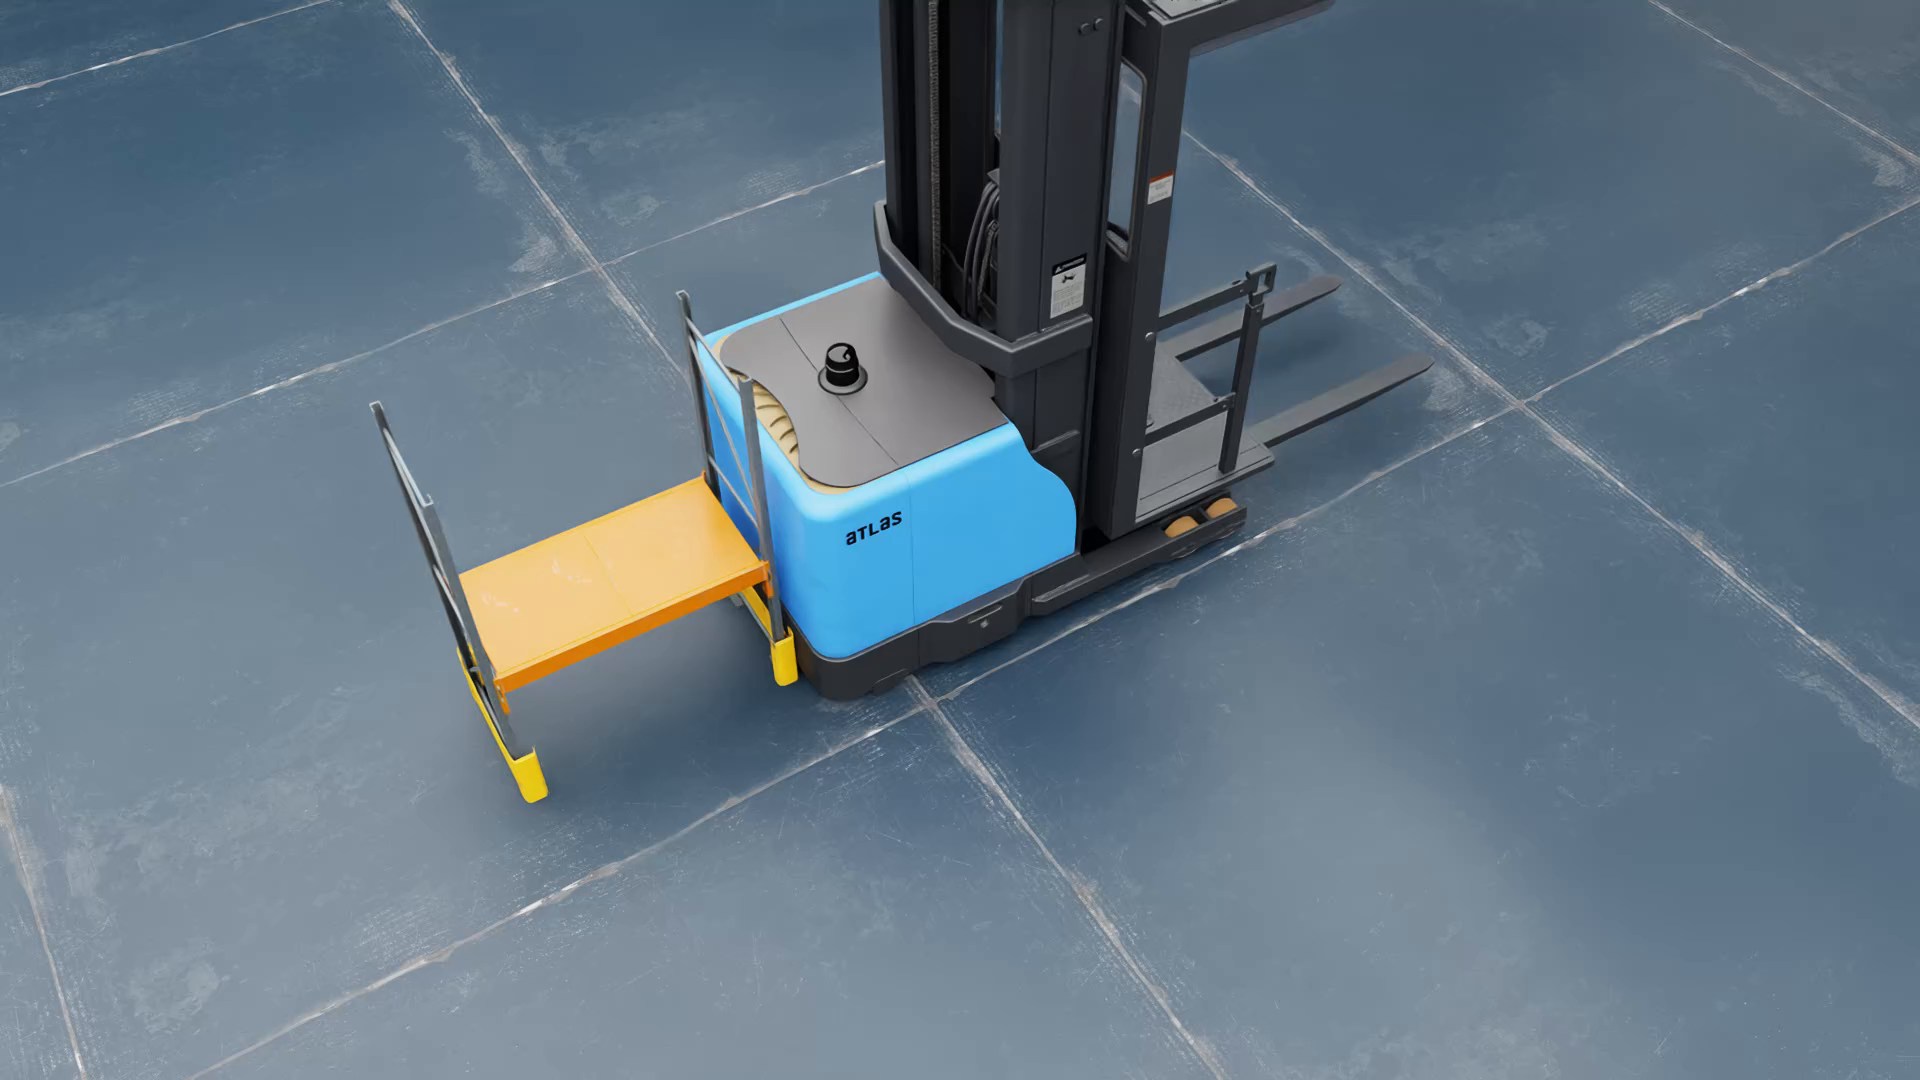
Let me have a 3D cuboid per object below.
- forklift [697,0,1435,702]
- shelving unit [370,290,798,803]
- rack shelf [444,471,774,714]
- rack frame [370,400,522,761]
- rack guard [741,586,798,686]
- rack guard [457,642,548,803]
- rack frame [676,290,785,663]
[{"bbox_3d":[0.555,-1.223,5.822,3.031,2.935,1.130,-24,53,-20],"label":"forklift"},{"bbox_3d":[-1.211,0.040,5.655,1.083,1.500,0.587,-24,53,-20],"label":"shelving unit"},{"bbox_3d":[-1.219,0.164,5.786,1.000,0.185,0.538,-24,53,-20],"label":"rack shelf"},{"bbox_3d":[-1.655,0.239,5.478,0.032,1.500,0.500,-24,53,-20],"label":"rack frame"},{"bbox_3d":[-0.784,0.265,6.292,0.087,0.250,0.587,-24,53,-20],"label":"rack guard"},{"bbox_3d":[-1.638,0.647,5.951,0.087,0.250,0.587,-24,53,-20],"label":"rack guard"},{"bbox_3d":[-0.783,-0.151,5.826,0.032,1.500,0.500,-24,53,-20],"label":"rack frame"}]
